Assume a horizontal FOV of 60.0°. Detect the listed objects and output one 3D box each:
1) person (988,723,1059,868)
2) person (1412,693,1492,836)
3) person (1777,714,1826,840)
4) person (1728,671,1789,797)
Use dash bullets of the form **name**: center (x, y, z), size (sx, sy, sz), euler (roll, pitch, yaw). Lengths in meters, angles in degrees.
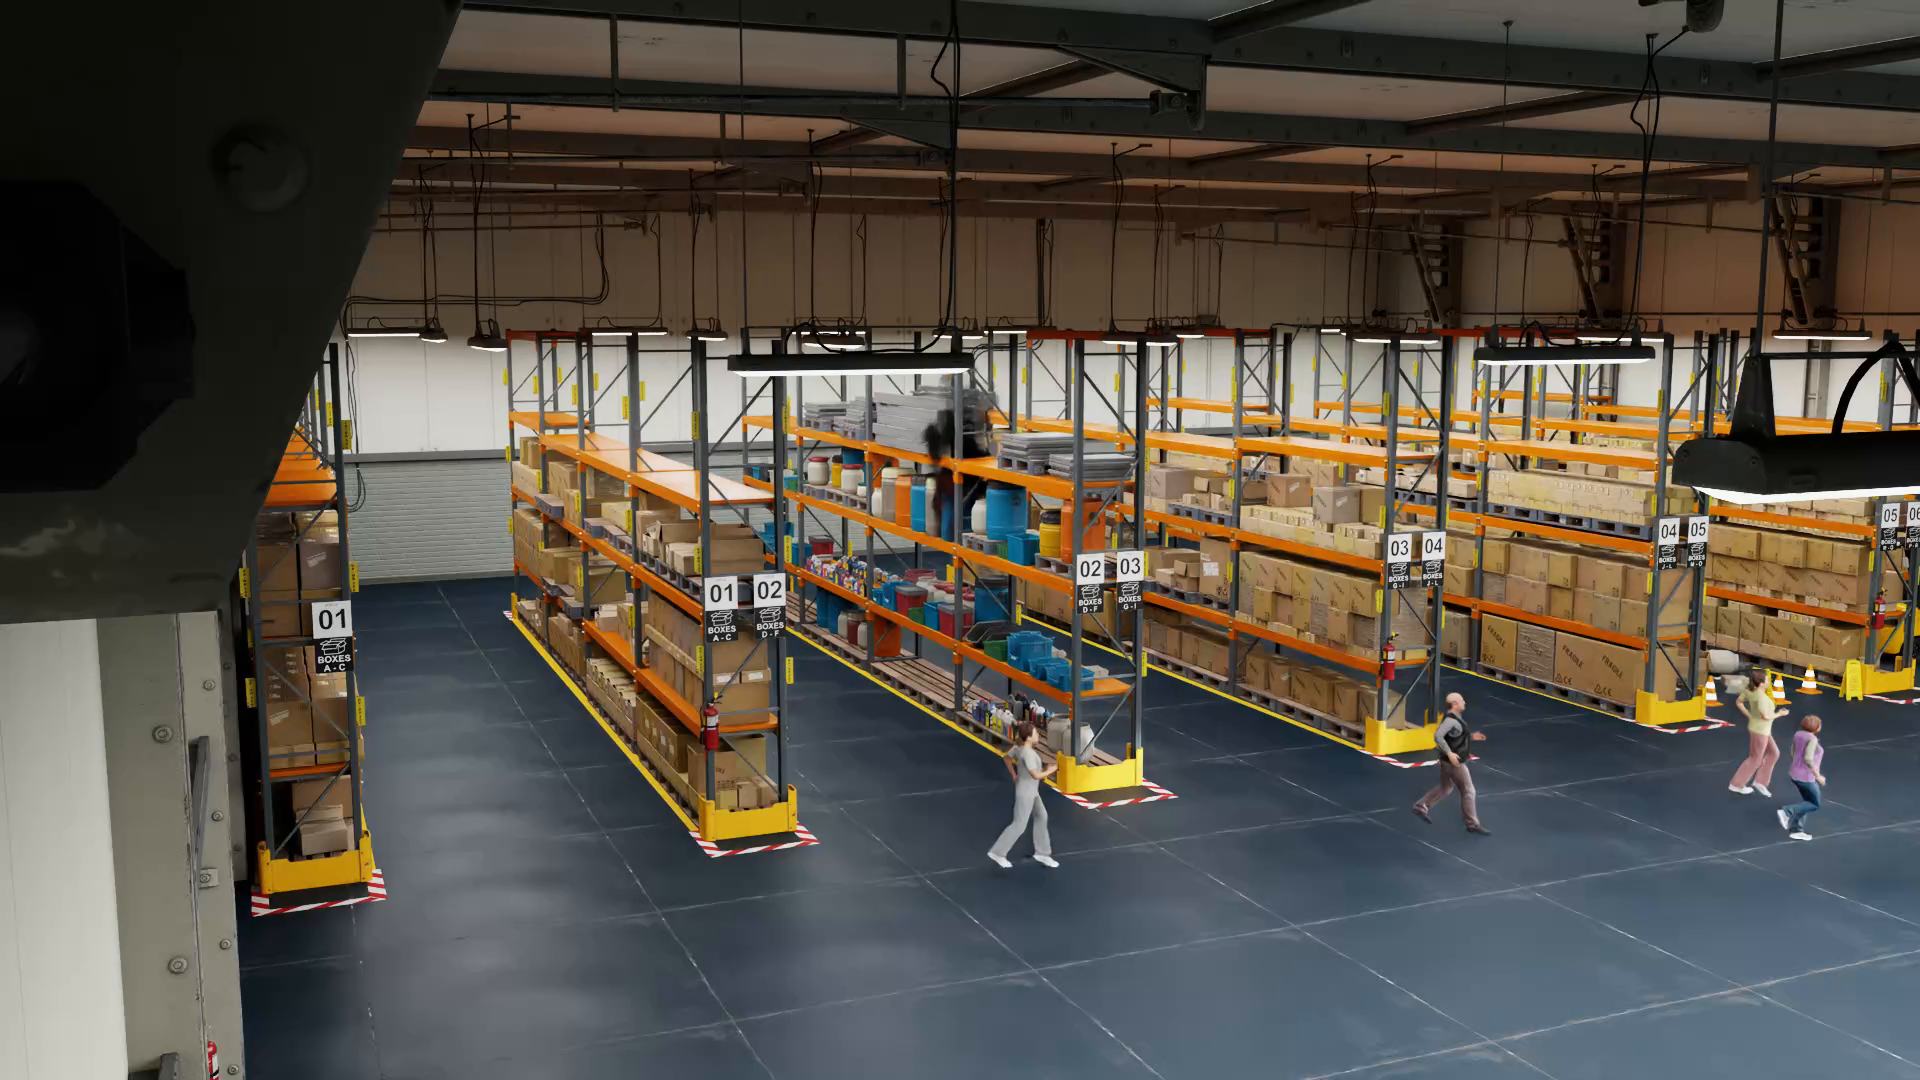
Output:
- **person**: center (0.727, 2.928, 18.940), size (0.832, 1.712, 0.580), euler (-1, 8, -4)
- **person**: center (6.016, 2.705, 20.254), size (0.947, 1.715, 0.658), euler (2, 8, 13)
- **person**: center (10.126, 2.863, 20.042), size (0.574, 1.554, 0.523), euler (0, 8, 2)
- **person**: center (10.463, 2.553, 21.789), size (0.670, 1.705, 0.558), euler (2, 8, 13)
